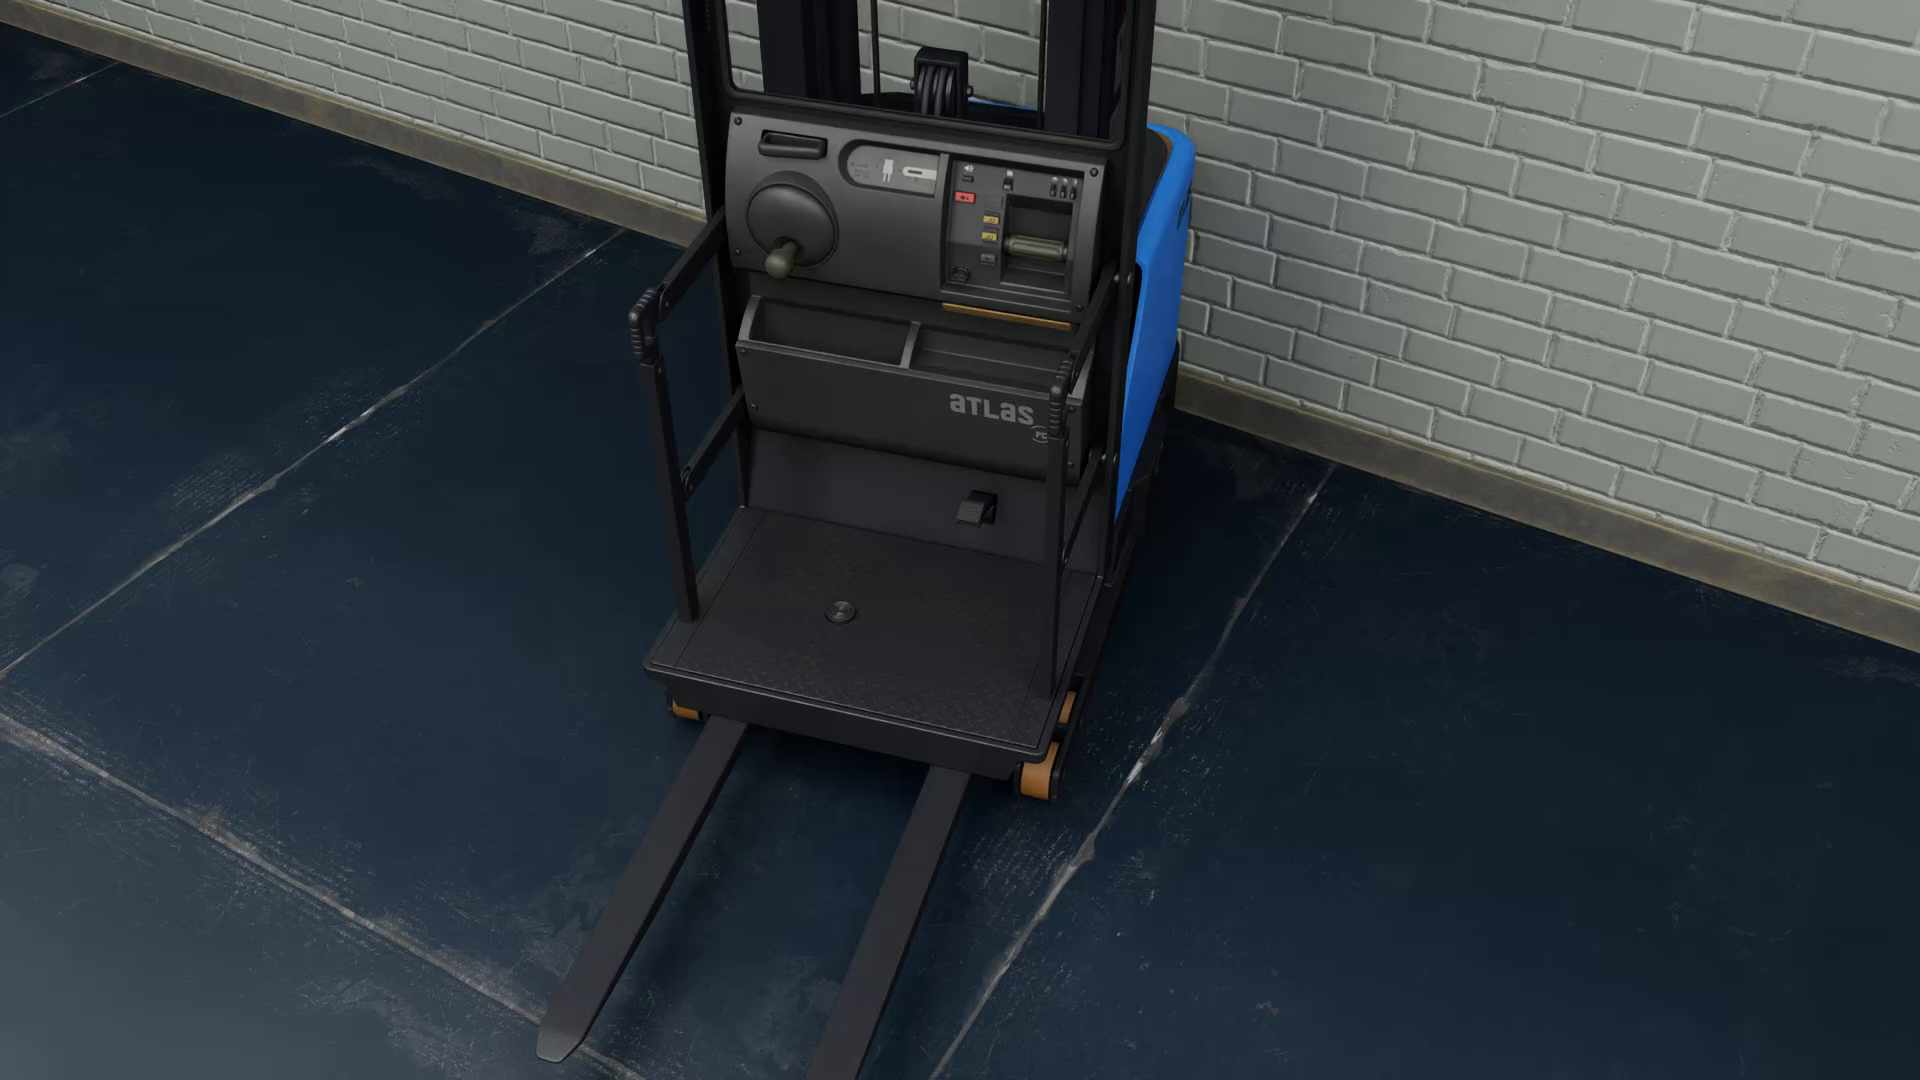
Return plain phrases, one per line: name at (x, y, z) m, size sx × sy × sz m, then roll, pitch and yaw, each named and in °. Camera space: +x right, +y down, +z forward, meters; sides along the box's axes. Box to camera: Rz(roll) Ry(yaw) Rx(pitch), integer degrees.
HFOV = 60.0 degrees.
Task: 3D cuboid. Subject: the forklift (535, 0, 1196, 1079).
forklift at (-0.179, -0.701, 3.828) m, size 1.130 × 2.935 × 3.031 m, roll 11°, pitch 43°, yaw 12°
